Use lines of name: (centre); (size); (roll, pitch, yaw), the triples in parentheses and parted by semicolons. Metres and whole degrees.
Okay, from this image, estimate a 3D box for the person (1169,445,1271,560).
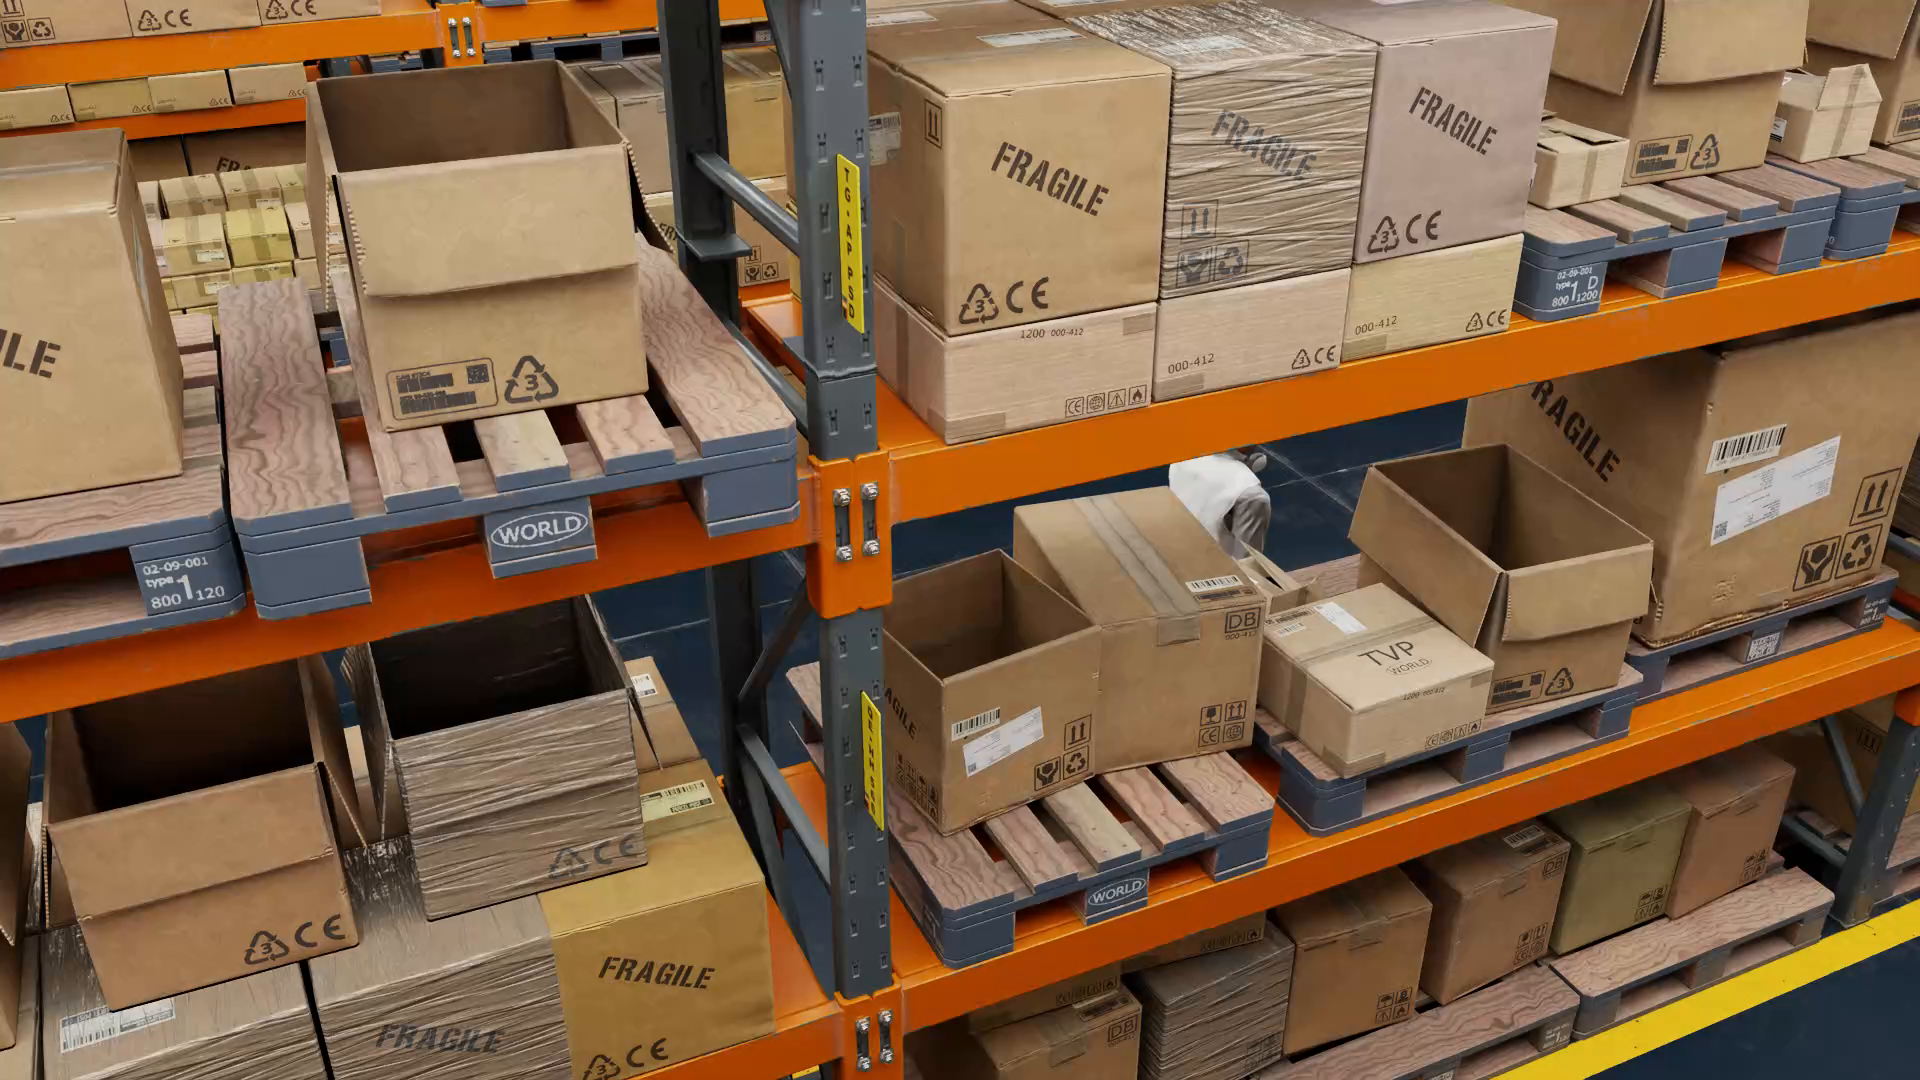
person: (1.035, 0.198, 6.746); (0.465, 1.770, 0.592); (-15, 33, -25)
